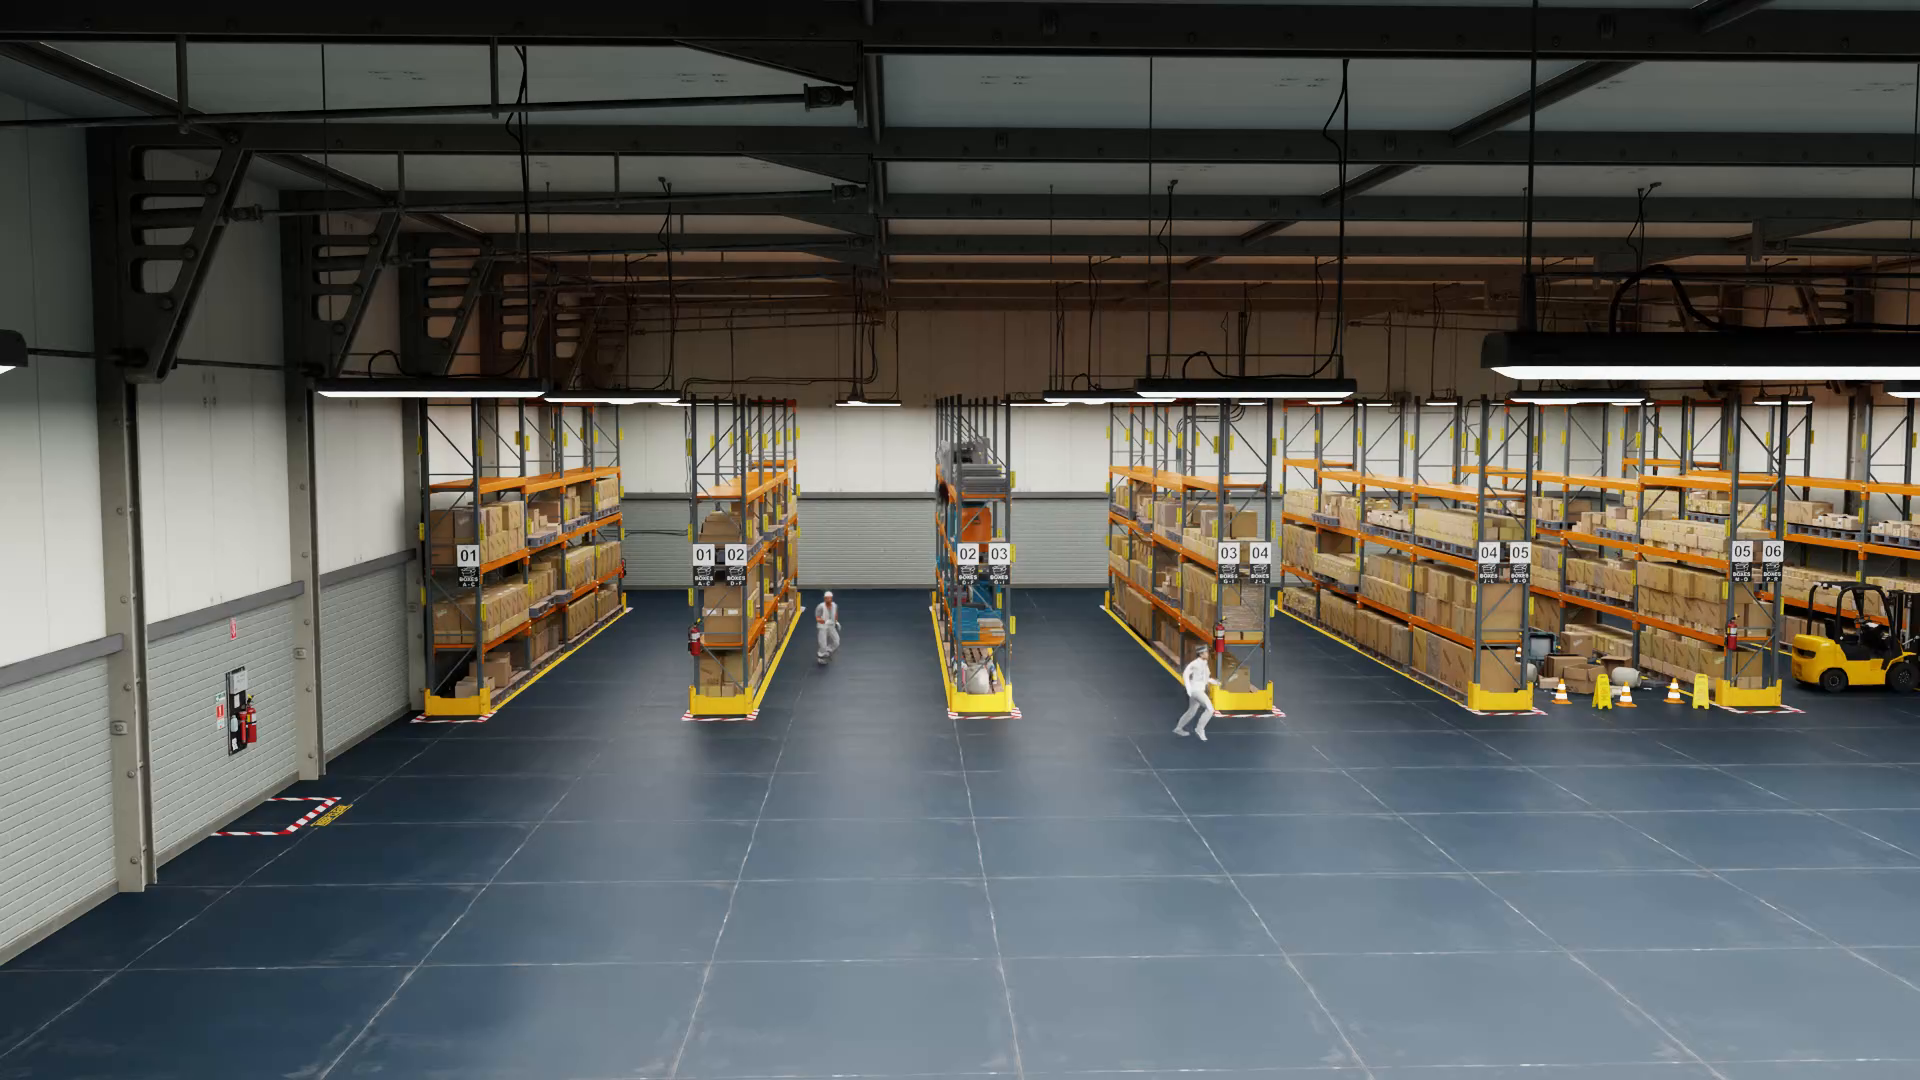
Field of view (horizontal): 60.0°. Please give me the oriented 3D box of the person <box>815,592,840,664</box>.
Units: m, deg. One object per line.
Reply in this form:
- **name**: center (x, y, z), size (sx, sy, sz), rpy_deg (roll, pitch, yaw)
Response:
- **person**: center (-2.930, 1.971, 37.049), size (0.698, 1.680, 0.807), rpy_deg (-3, 5, -32)

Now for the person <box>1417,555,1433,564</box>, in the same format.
- **person**: center (14.512, 0.811, 51.696), size (0.810, 1.774, 0.638), rpy_deg (-2, 5, -20)

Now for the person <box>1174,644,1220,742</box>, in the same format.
- **person**: center (4.091, 2.638, 28.767), size (0.806, 1.698, 0.524), rpy_deg (1, 5, 18)
